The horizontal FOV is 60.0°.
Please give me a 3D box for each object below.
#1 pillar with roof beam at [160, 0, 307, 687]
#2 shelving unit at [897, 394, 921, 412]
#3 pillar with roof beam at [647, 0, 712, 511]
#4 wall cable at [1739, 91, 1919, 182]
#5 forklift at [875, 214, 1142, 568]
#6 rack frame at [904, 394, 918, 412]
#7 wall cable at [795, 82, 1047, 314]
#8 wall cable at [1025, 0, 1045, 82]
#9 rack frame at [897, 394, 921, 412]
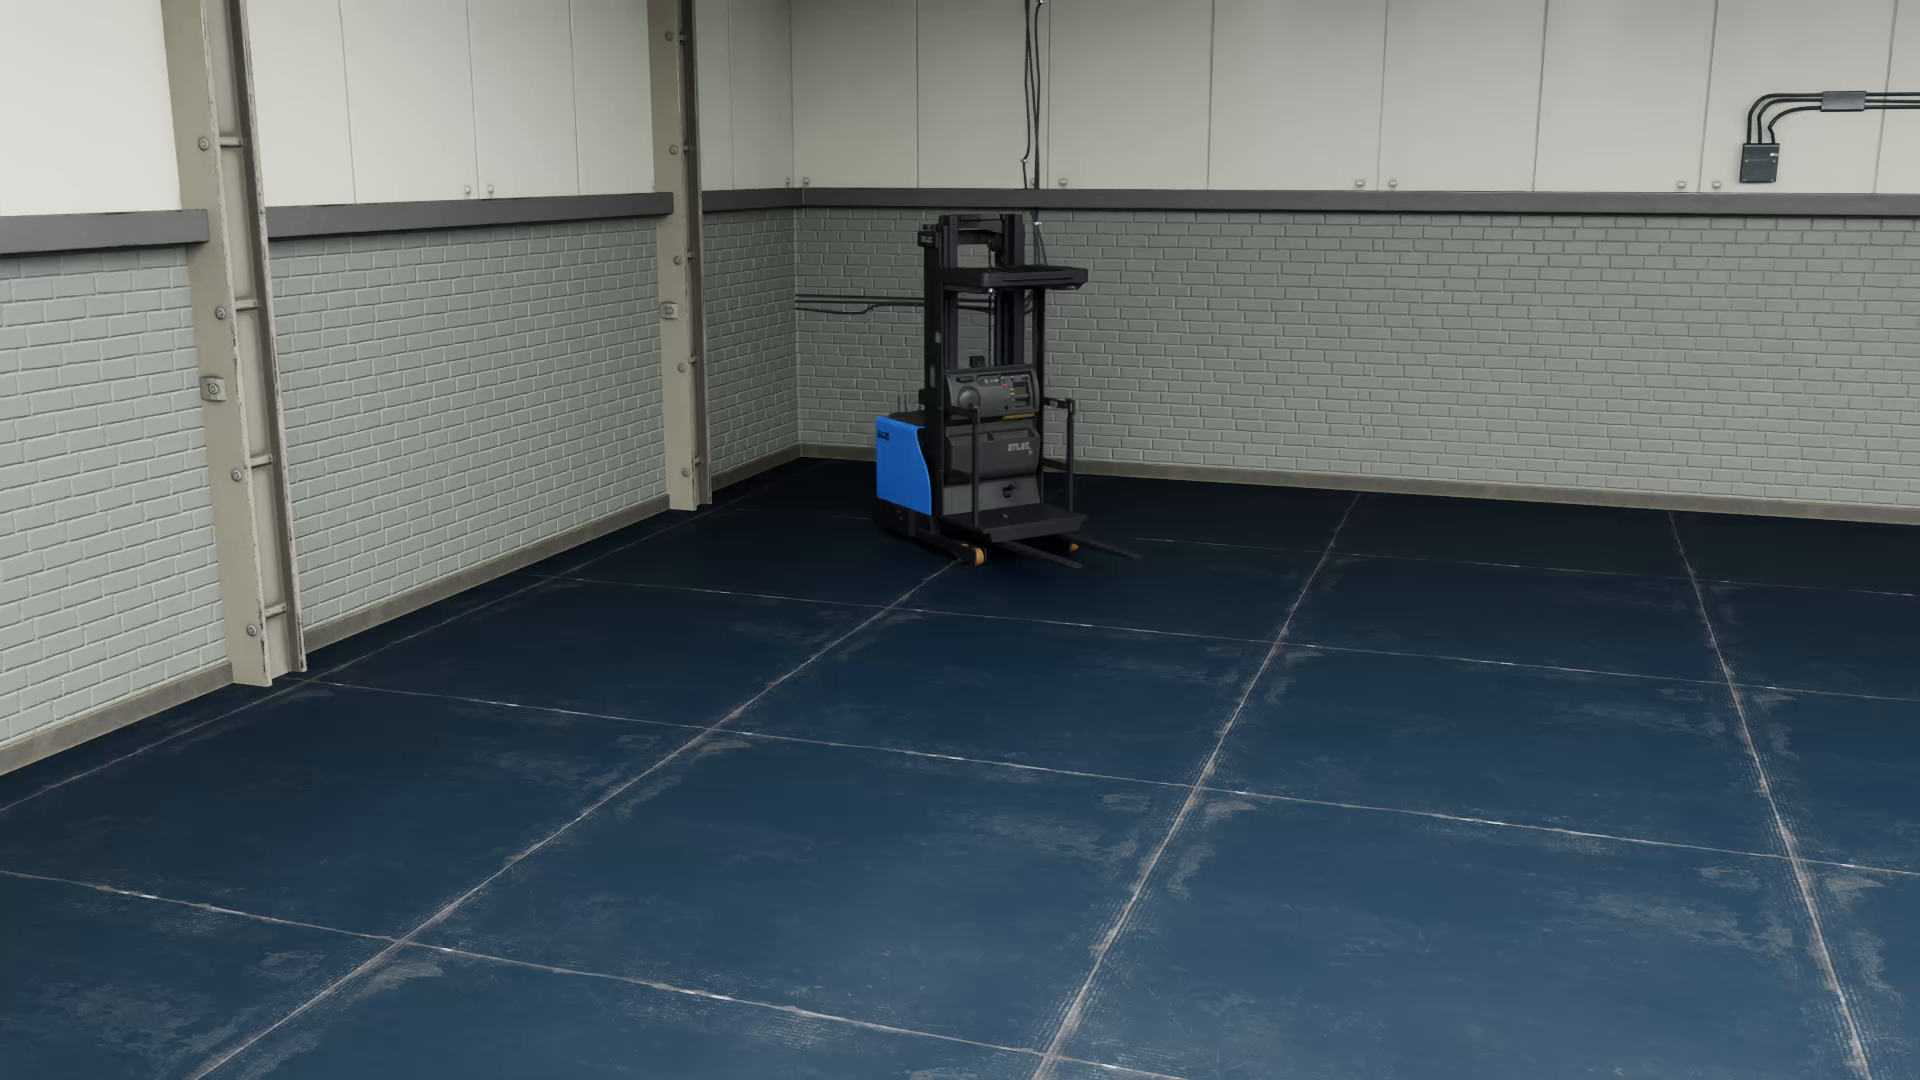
[{"bbox_3d":[-0.592,-3.159,8.868,9.100,9.000,0.400,4,14,18],"label":"pillar with roof beam"},{"bbox_3d":[-0.426,-0.816,16.093,0.258,1.200,0.189,-6,6,-23],"label":"shelving unit"},{"bbox_3d":[1.349,-4.422,14.403,9.100,9.000,0.400,4,14,18],"label":"pillar with roof beam"},{"bbox_3d":[8.458,-6.229,14.674,2.305,6.003,0.169,4,14,18],"label":"wall cable"},{"bbox_3d":[0.406,-1.318,14.438,1.130,2.935,3.031,-8,15,-31],"label":"forklift"},{"bbox_3d":[-0.390,-0.810,16.009,0.240,1.200,0.006,-6,6,-23],"label":"rack frame"},{"bbox_3d":[-0.520,-3.744,18.407,3.097,2.526,0.112,4,14,18],"label":"wall cable"},{"bbox_3d":[2.040,-6.011,16.991,3.097,2.526,0.112,4,14,18],"label":"wall cable"},{"bbox_3d":[-0.462,-0.822,16.177,0.240,1.200,0.006,-6,6,-23],"label":"rack frame"}]
